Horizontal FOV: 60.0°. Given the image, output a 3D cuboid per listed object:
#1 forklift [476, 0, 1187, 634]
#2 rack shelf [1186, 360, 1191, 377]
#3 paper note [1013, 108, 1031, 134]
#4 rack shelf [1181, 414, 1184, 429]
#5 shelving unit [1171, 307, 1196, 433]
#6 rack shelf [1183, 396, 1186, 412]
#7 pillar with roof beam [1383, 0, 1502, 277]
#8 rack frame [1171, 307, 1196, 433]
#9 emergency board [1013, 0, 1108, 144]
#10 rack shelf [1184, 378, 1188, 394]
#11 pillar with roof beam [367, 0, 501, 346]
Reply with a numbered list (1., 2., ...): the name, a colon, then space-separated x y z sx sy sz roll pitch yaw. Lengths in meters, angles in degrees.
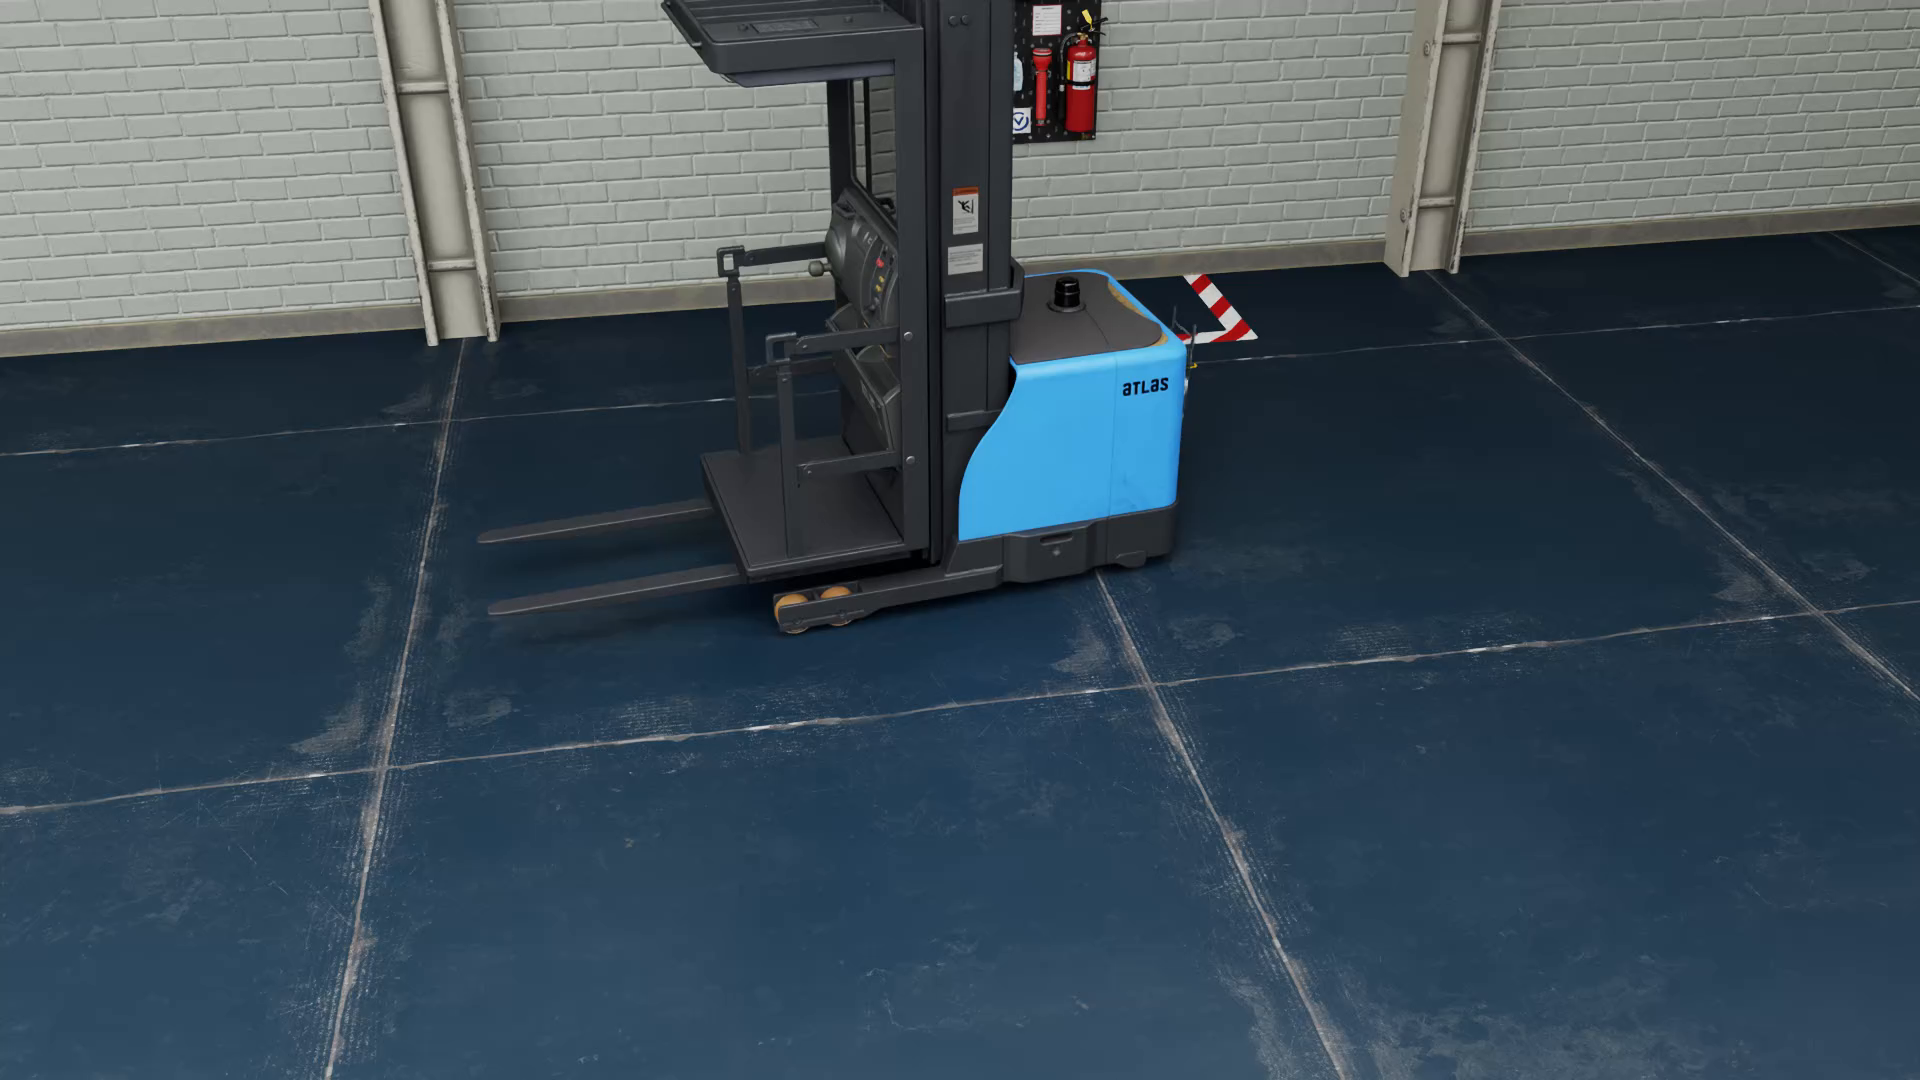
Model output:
1. forklift: -0.592 -1.166 6.841 3.031 2.935 1.130 -9 32 -15
2. rack shelf: 0.939 -0.847 7.825 0.200 0.077 0.258 -6 31 -17
3. paper note: 0.351 -2.497 9.907 0.142 0.148 0.016 -5 31 -9
4. rack shelf: 0.923 -0.612 7.957 0.200 0.077 0.258 -6 31 -17
5. shelving unit: 0.925 -0.641 7.940 0.210 0.900 0.258 -6 31 -17
6. rack shelf: 0.928 -0.690 7.913 0.200 0.077 0.258 -6 31 -17
7. pillar with roof beam: 3.751 -3.505 4.833 0.400 9.000 9.100 -5 31 -9
8. rack frame: 1.021 -0.651 7.970 0.006 0.900 0.240 -6 31 -17
9. emergency board: 0.538 -2.859 9.652 0.643 1.169 0.194 -5 31 -9
10. rack shelf: 0.934 -0.769 7.869 0.200 0.077 0.258 -6 31 -17
11. pillar with roof beam: -2.151 -2.957 3.901 0.400 9.000 9.100 -5 31 -9
